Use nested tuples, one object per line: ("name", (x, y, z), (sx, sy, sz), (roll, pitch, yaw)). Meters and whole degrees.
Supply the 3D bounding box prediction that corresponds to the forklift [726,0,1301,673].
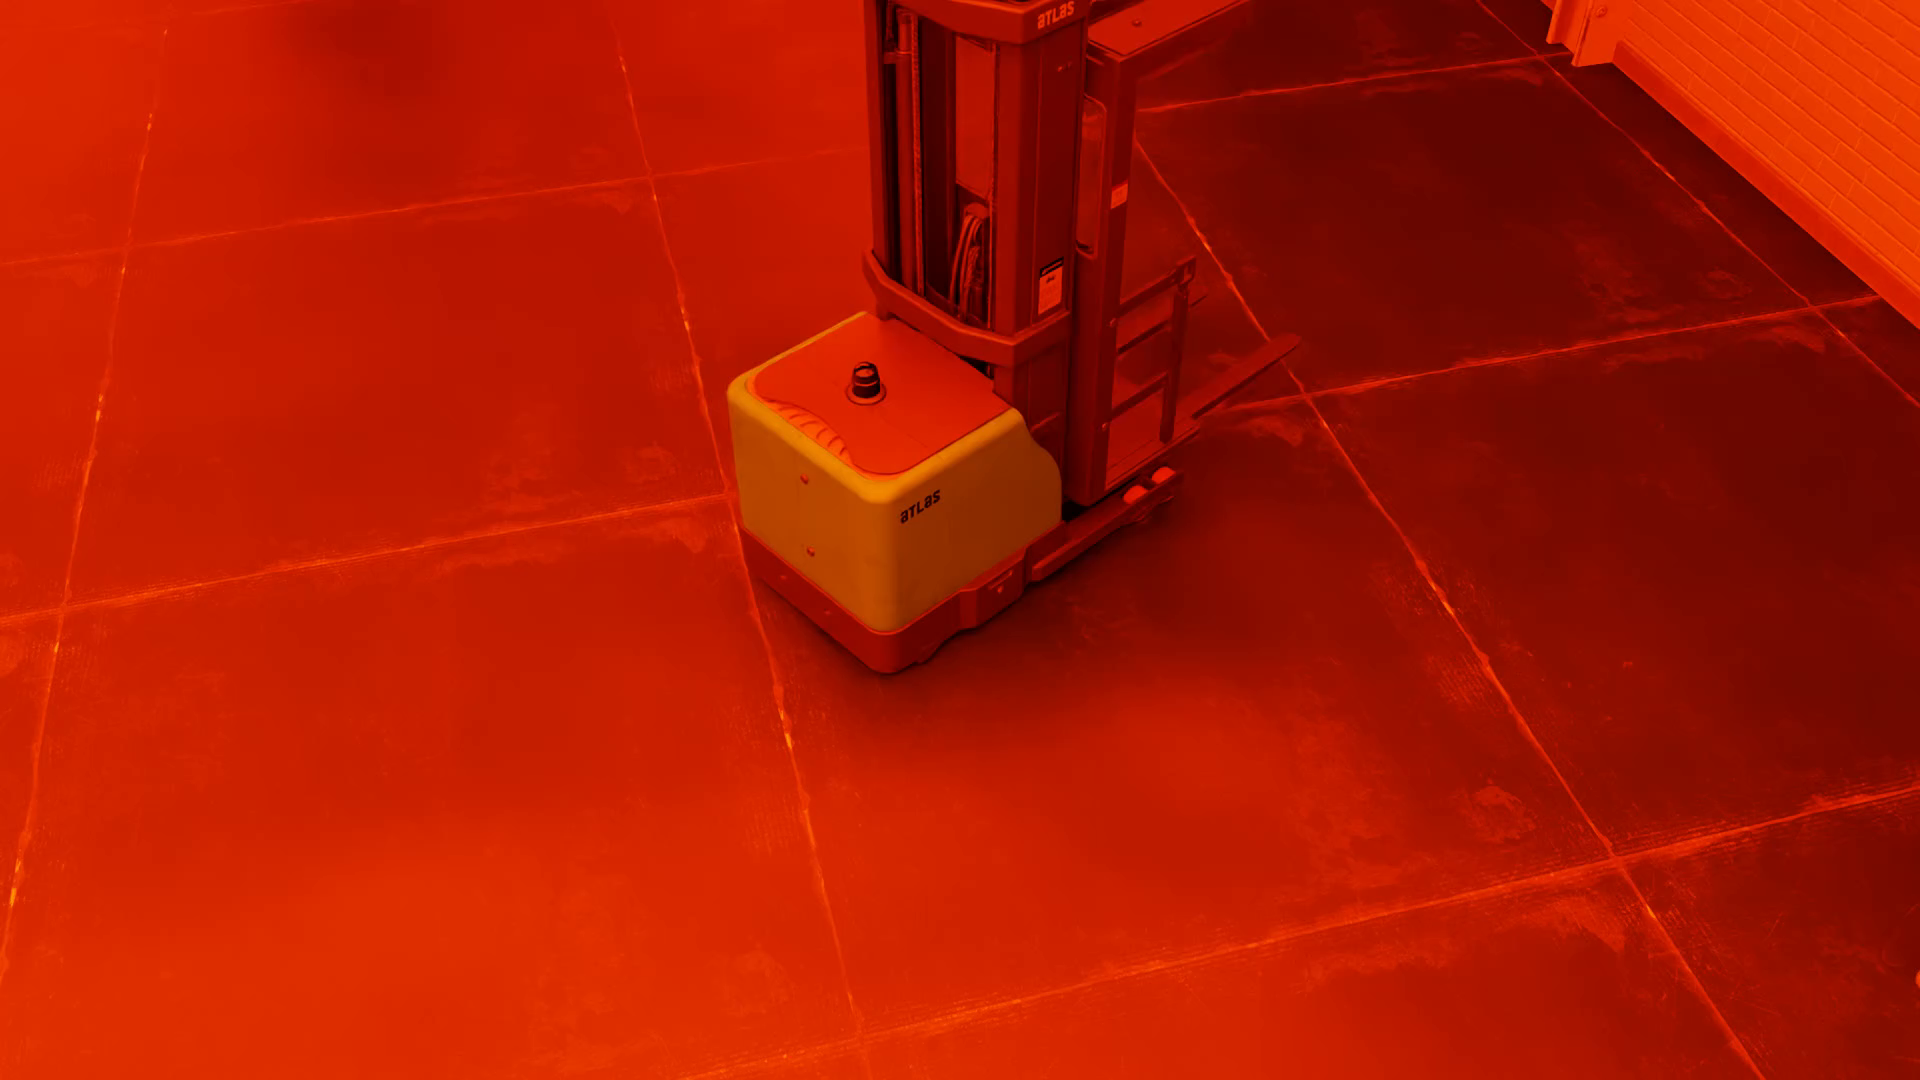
("forklift", (0.427, -1.391, 7.117), (3.031, 2.935, 1.130), (-33, 52, -30))
